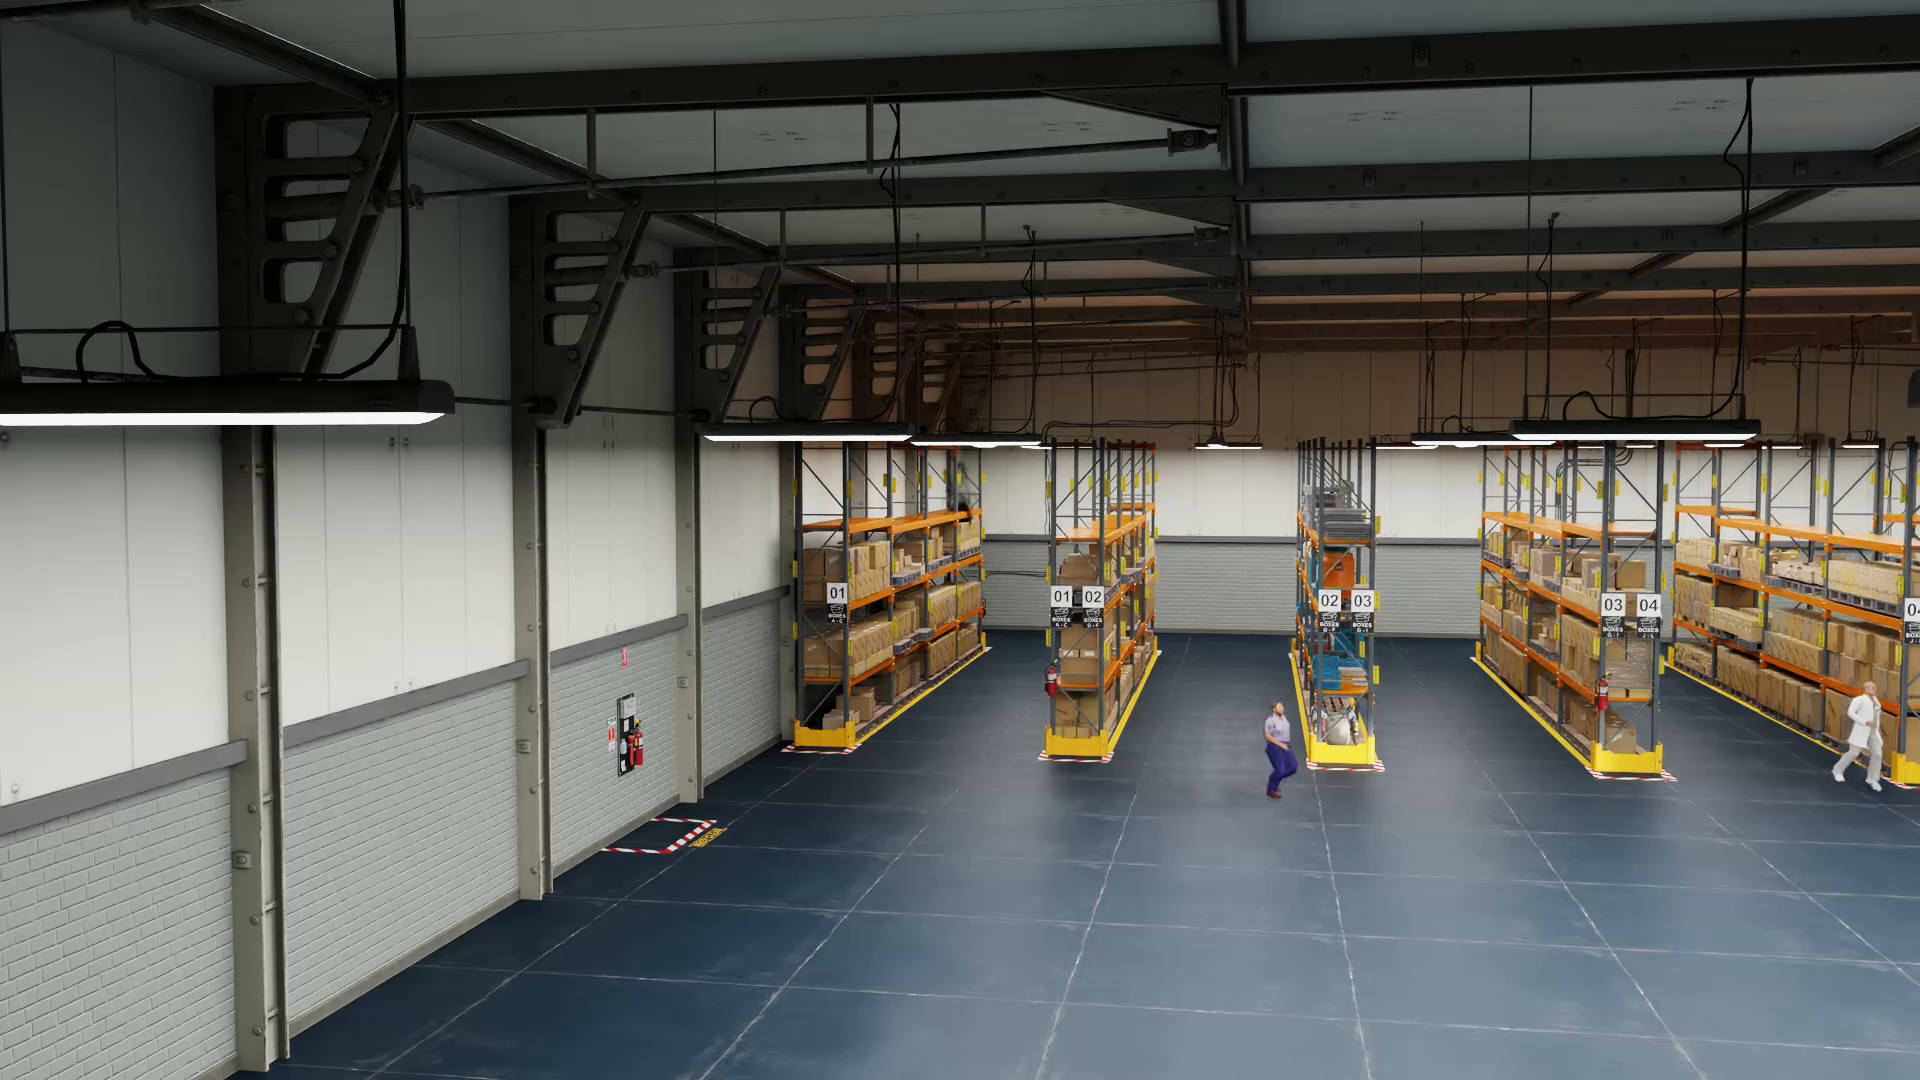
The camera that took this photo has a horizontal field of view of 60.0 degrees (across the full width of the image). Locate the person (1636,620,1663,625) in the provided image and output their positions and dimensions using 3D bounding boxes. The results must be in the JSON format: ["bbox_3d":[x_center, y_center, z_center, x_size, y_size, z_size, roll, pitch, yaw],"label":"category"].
[{"bbox_3d":[18.785,2.494,45.402,0.728,1.724,0.638,-1,3,-19],"label":"person"}]

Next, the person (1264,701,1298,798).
[{"bbox_3d":[5.309,3.472,27.544,0.500,1.600,0.614,3,4,44],"label":"person"}]

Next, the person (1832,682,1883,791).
[{"bbox_3d":[15.557,3.433,28.533,0.759,1.594,0.947,-1,3,-16],"label":"person"}]
